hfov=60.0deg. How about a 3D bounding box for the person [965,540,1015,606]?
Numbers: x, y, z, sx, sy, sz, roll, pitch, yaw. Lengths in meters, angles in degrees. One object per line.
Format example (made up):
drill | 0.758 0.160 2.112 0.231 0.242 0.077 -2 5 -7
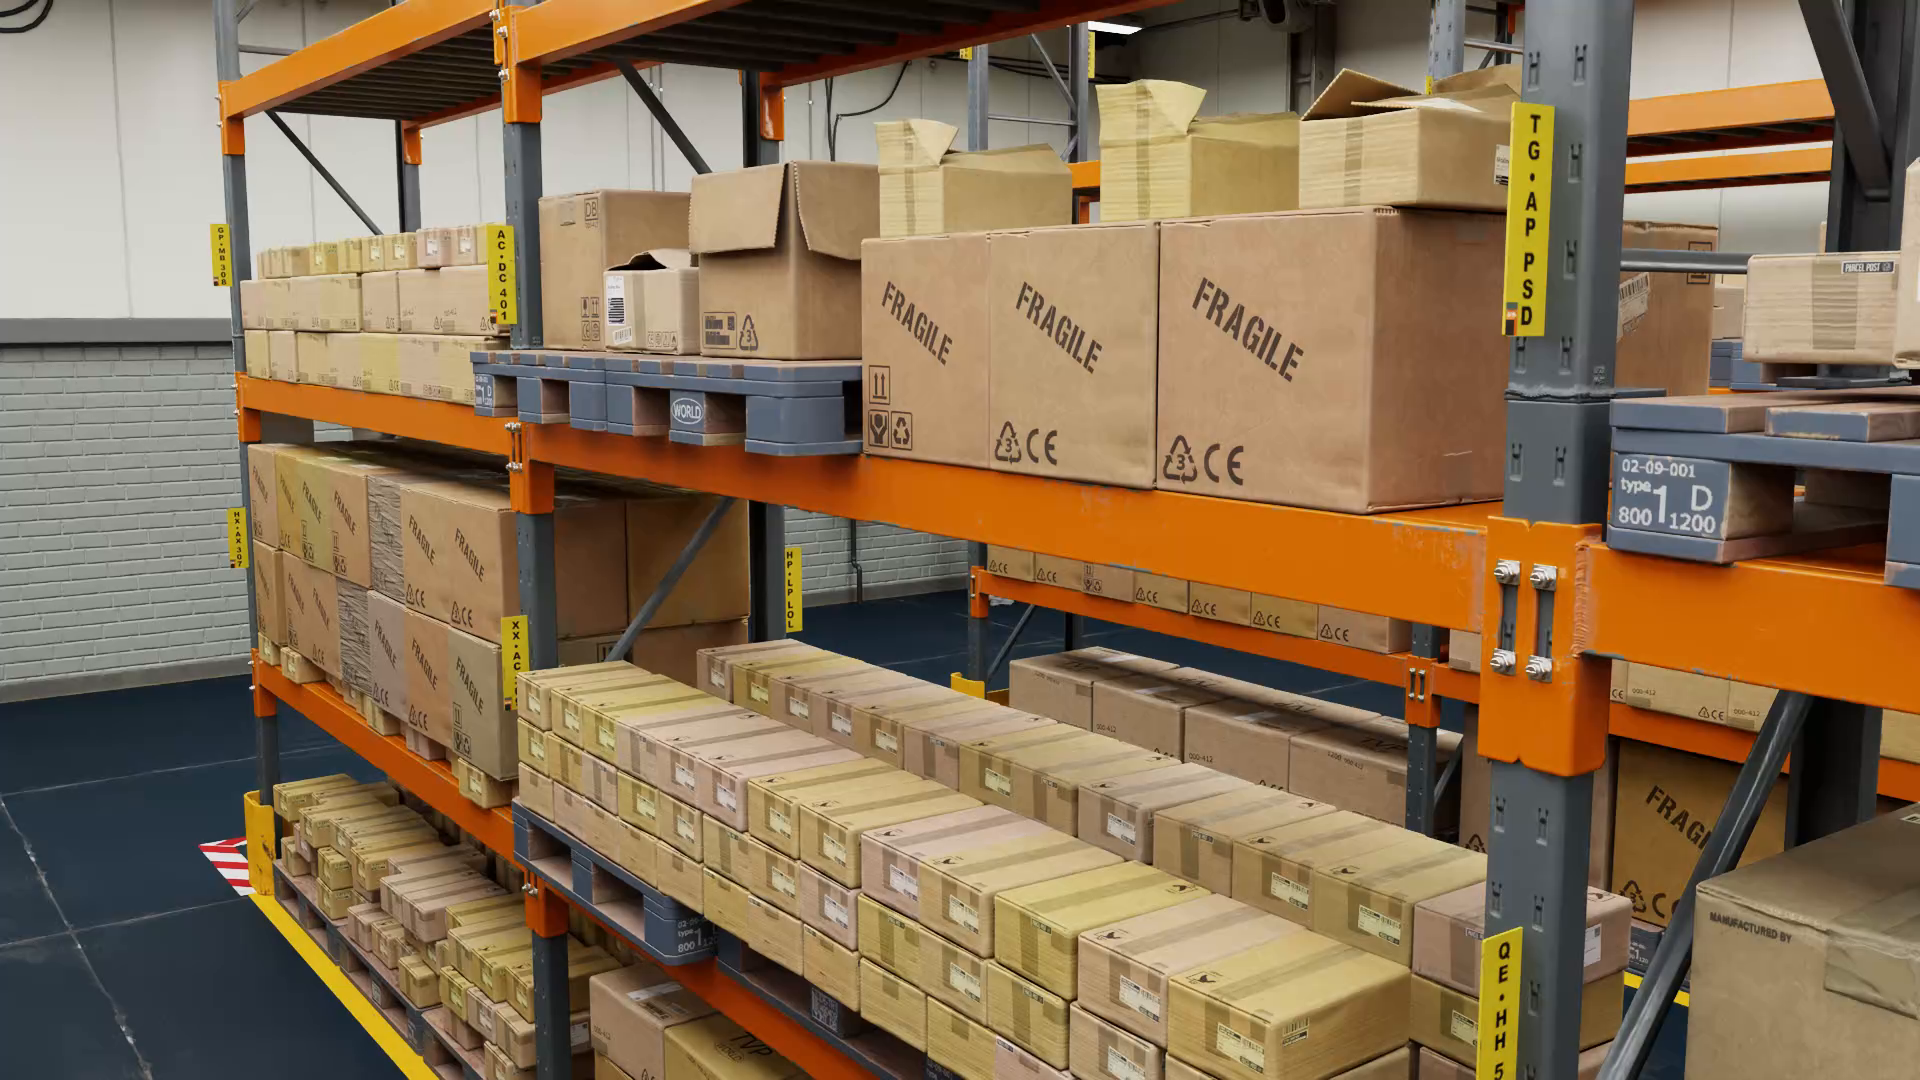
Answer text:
person | 0.407 0.017 18.166 0.792 1.343 0.631 -6 10 -36
